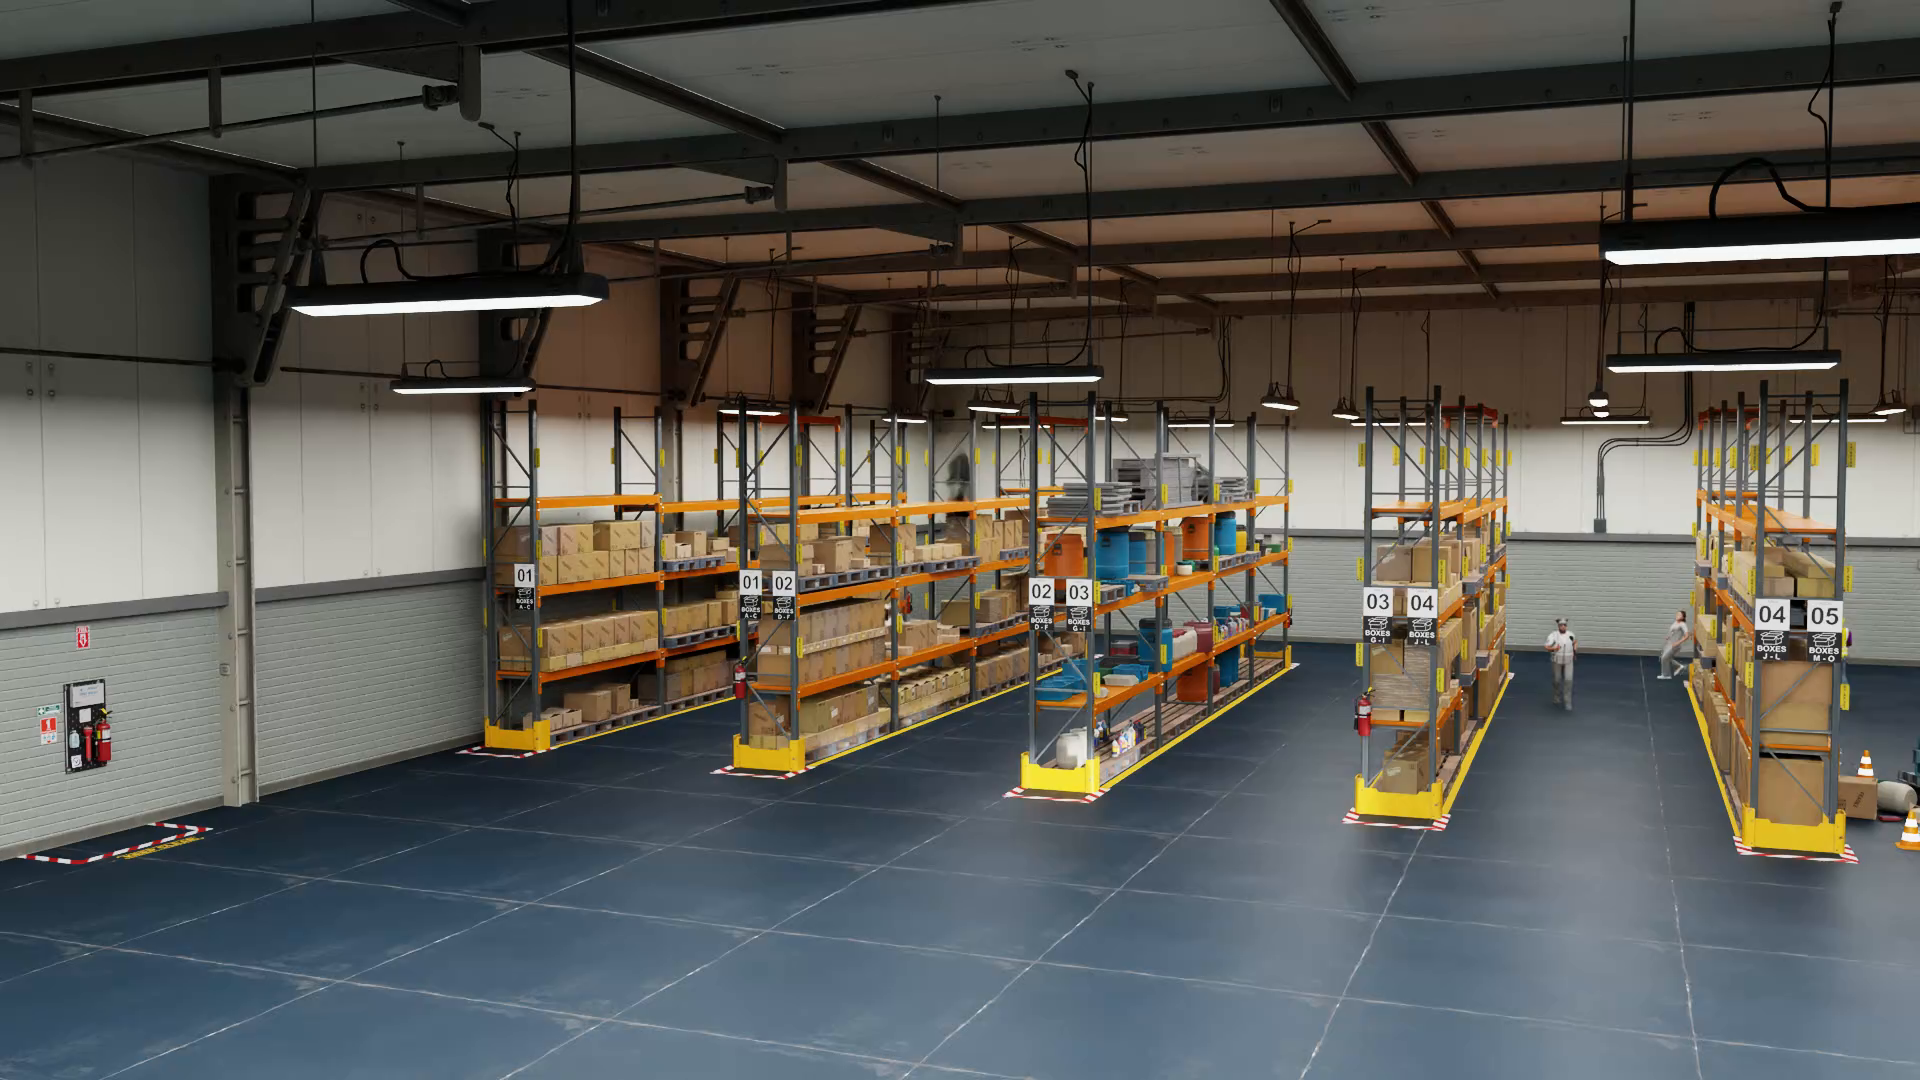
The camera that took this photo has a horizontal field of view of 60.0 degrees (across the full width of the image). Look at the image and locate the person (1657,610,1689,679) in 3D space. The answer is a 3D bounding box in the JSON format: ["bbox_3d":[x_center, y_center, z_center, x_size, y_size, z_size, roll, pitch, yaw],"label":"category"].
[{"bbox_3d":[16.049,2.368,37.357,0.581,1.563,0.624,0,3,2],"label":"person"}]

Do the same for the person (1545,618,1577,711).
[{"bbox_3d":[12.069,2.453,33.343,0.655,1.809,0.917,1,3,11],"label":"person"}]

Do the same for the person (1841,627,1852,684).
[{"bbox_3d":[18.079,2.433,34.301,0.630,1.811,0.827,0,3,7],"label":"person"}]

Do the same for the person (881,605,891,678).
[{"bbox_3d":[-1.661,2.313,37.234,0.702,1.726,0.598,1,3,20],"label":"person"}]
